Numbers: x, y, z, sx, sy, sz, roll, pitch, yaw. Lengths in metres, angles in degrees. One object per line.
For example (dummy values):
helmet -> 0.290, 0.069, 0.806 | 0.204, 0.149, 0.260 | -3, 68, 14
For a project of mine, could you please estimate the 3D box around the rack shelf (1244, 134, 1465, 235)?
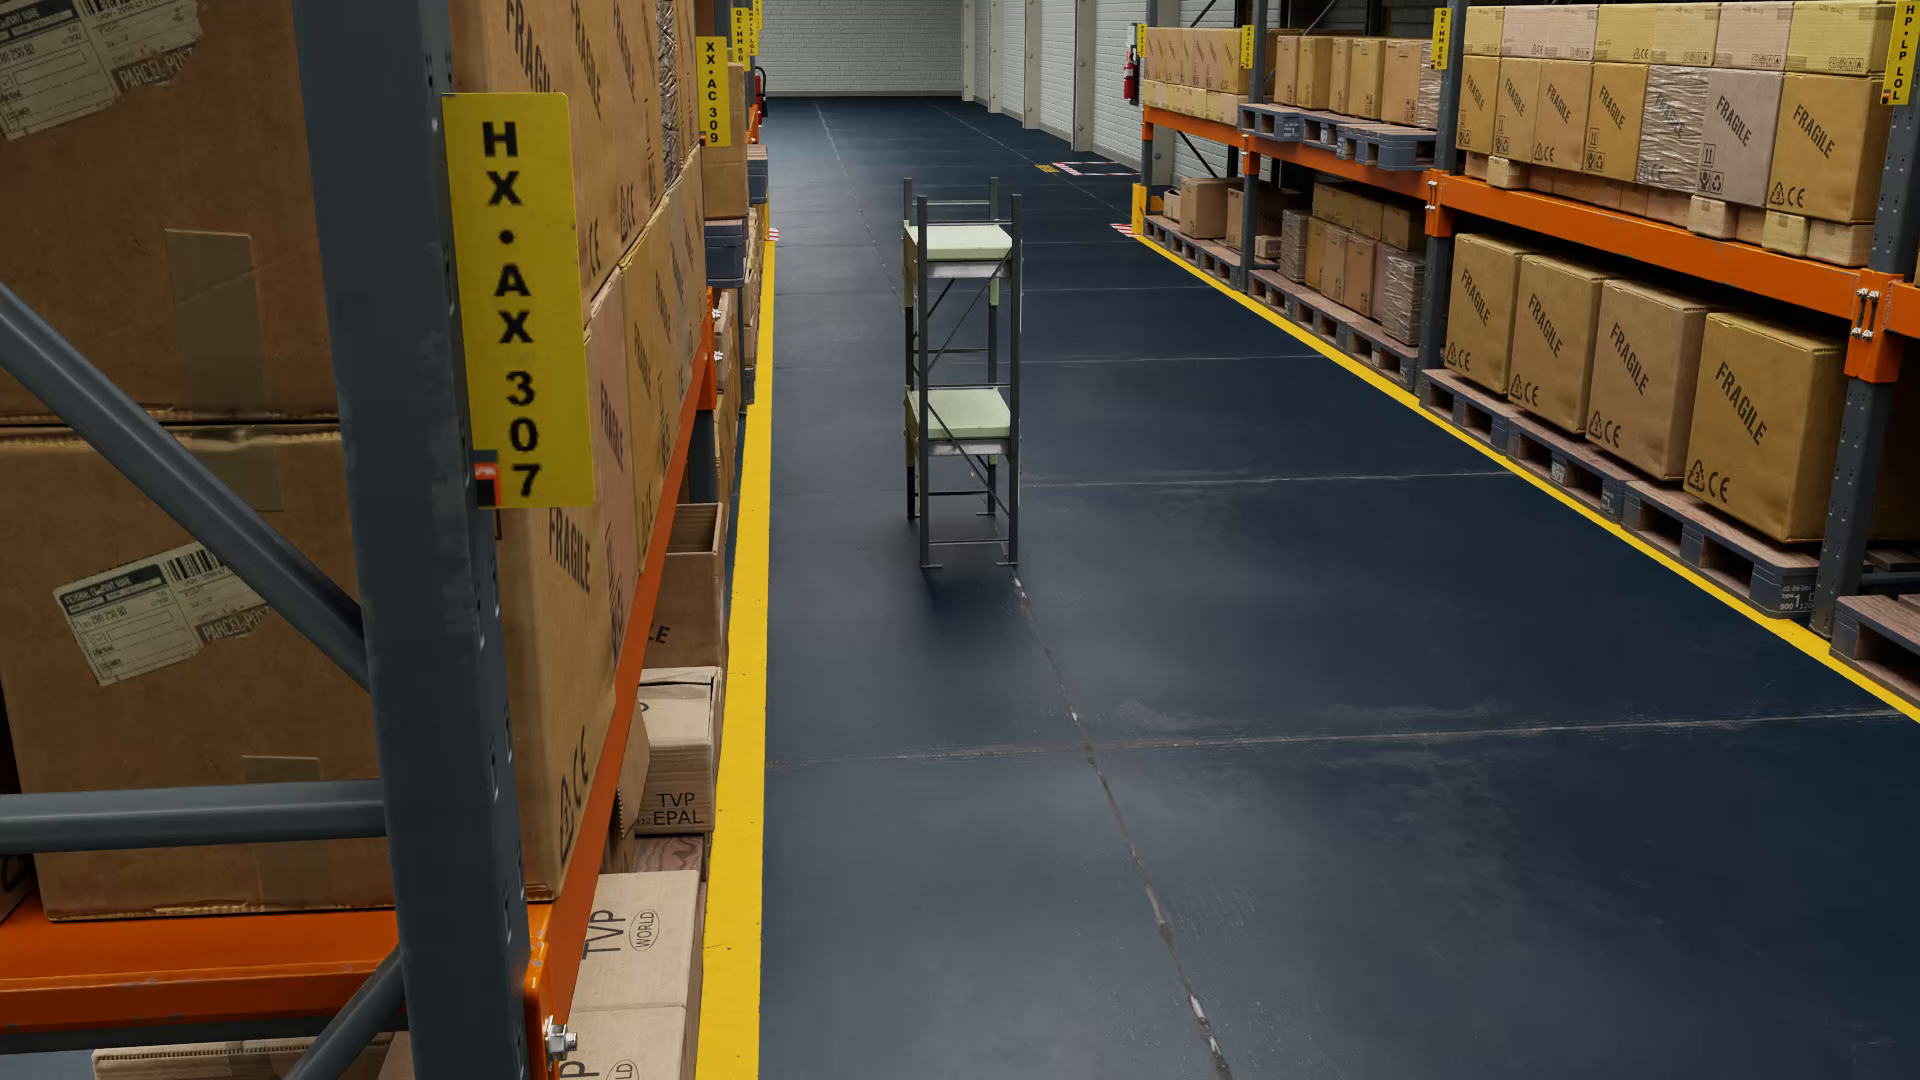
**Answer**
rack shelf -> 3.008, -2.543, 11.470 | 1.077, 0.370, 4.000 | -2, 18, -6

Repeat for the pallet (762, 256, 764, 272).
pallet -> -2.295, -2.600, 15.106 | 1.003, 0.211, 1.213 | -2, 18, -6

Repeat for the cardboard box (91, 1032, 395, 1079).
cardboard box -> -1.257, 0.911, 3.123 | 0.500, 0.250, 0.500 | -2, 18, -6

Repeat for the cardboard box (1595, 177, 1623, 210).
cardboard box -> 3.187, -1.618, 7.709 | 0.380, 0.149, 0.250 | -2, 18, -5

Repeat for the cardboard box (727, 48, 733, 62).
cardboard box -> -1.536, -2.200, 8.309 | 0.700, 0.500, 0.500 | -8, 19, -24

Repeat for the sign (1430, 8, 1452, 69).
sign -> 2.675, -2.785, 9.240 | 0.100, 0.325, 0.005 | -2, 18, -6

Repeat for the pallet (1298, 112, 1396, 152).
pallet -> 2.969, -2.787, 11.367 | 1.003, 0.211, 1.213 | -2, 18, -6

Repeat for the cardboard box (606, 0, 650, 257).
cardboard box -> -0.779, -0.722, 2.634 | 0.500, 0.500, 0.500 | -2, 17, -5

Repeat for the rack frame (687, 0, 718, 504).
rack frame -> -1.300, -0.944, 5.177 | 1.000, 3.000, 0.127 | -2, 18, -6

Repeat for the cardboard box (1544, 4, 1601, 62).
cardboard box -> 3.116, -2.395, 7.849 | 0.500, 0.250, 0.500 | -2, 18, -5

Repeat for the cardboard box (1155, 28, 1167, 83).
cardboard box -> 2.180, -4.670, 16.010 | 0.500, 0.500, 0.500 | -2, 18, -5

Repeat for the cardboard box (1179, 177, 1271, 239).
cardboard box -> 2.456, -3.092, 15.457 | 0.700, 0.500, 0.500 | -3, 18, -9

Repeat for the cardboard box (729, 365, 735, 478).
cardboard box -> -1.269, -0.572, 7.428 | 0.500, 0.500, 0.500 | -2, 18, -8

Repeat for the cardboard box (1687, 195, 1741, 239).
cardboard box -> 3.193, -1.310, 6.728 | 0.380, 0.149, 0.250 | -2, 18, -6

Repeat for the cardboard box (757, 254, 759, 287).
cardboard box -> -1.794, -2.102, 12.753 | 0.500, 0.250, 0.500 | -2, 18, -6

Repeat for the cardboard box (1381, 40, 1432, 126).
cardboard box -> 3.071, -2.853, 10.356 | 0.700, 0.500, 0.500 | -3, 18, -11

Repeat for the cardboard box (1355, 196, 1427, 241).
cardboard box -> 3.034, -2.203, 11.373 | 0.500, 0.250, 0.500 | -2, 18, -6

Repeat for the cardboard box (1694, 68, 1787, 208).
cardboard box -> 3.266, -1.579, 6.502 | 0.500, 0.500, 0.500 | -2, 18, -5

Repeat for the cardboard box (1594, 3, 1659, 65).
cardboard box -> 3.175, -2.243, 7.365 | 0.500, 0.250, 0.500 | -2, 18, -7

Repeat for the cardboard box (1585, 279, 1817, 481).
cardboard box -> 3.336, -0.728, 7.374 | 0.750, 0.750, 0.750 | -1, 17, -4

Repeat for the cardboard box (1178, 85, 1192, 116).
cardboard box -> 2.288, -4.000, 15.126 | 0.500, 0.250, 0.500 | -2, 18, -5

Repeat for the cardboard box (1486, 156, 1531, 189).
cardboard box -> 2.978, -1.917, 8.663 | 0.380, 0.149, 0.250 | -1, 17, -4

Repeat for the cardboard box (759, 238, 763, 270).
cardboard box -> -1.871, -2.364, 13.588 | 0.500, 0.250, 0.500 | -2, 18, -6

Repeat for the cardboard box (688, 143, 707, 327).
cardboard box -> -0.993, -0.851, 4.713 | 0.500, 0.500, 0.500 | -1, 17, -5

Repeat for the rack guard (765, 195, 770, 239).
rack guard -> -2.540, -3.334, 16.962 | 1.175, 0.500, 0.348 | -2, 18, -6

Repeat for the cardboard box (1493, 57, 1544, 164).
cardboard box -> 3.055, -2.180, 8.417 | 0.500, 0.500, 0.500 | -1, 17, -4

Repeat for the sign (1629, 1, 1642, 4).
sign -> 3.766, -2.861, 9.348 | 0.100, 0.325, 0.005 | -2, 18, -6

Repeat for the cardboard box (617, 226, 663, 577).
cardboard box -> -0.778, -0.244, 2.779 | 0.500, 0.500, 0.500 | -2, 18, -6

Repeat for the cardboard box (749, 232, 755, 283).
cardboard box -> -1.641, -1.919, 11.234 | 0.500, 0.311, 0.500 | -2, 18, -6

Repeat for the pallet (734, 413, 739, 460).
pallet -> -1.673, -0.582, 8.678 | 1.003, 0.211, 1.213 | -2, 18, -6

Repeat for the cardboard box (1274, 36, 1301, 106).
cardboard box -> 2.820, -3.587, 12.693 | 0.700, 0.500, 0.500 | -2, 18, -5

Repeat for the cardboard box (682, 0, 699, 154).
cardboard box -> -0.990, -1.326, 4.558 | 0.500, 0.500, 0.500 | -2, 18, -5

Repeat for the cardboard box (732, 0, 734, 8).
cardboard box -> -2.384, -4.724, 14.884 | 0.700, 0.500, 0.500 | -2, 18, -5

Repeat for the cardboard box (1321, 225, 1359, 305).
cardboard box -> 3.010, -1.975, 11.898 | 0.700, 0.500, 0.500 | -2, 17, -5

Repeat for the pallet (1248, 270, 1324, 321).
pallet -> 2.883, -1.920, 12.939 | 1.003, 0.211, 1.213 | -2, 18, -6

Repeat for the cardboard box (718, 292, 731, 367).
cardboard box -> -1.263, -0.918, 7.281 | 0.500, 0.250, 0.500 | -2, 18, -7

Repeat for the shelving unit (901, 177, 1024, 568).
shelving unit -> -0.001, -0.718, 6.959 | 0.431, 1.500, 0.755 | -2, 18, -6

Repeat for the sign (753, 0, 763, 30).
sign -> -1.997, -5.198, 16.396 | 0.100, 0.325, 0.005 | -2, 18, -6

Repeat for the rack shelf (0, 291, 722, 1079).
rack shelf -> -1.094, -0.005, 3.387 | 1.077, 0.370, 4.000 | -2, 18, -6

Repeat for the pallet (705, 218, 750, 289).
pallet -> -1.274, -1.094, 5.975 | 1.003, 0.211, 1.213 | -2, 18, -6

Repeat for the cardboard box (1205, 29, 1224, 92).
cardboard box -> 2.388, -4.057, 14.058 | 0.500, 0.500, 0.500 | -2, 18, -6

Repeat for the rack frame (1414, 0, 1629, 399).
rack frame -> 3.214, -2.290, 9.464 | 1.000, 3.000, 0.127 | -2, 18, -6

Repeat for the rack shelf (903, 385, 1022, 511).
rack shelf -> -0.001, -0.407, 7.056 | 0.431, 0.370, 0.720 | -2, 18, -6

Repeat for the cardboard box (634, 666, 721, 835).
cardboard box -> -0.882, 0.513, 4.289 | 0.500, 0.311, 0.500 | -2, 18, -6

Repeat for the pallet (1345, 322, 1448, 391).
pallet -> 3.135, -1.193, 10.623 | 1.003, 0.211, 1.213 | -2, 18, -6

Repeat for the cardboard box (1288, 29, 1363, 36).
cardboard box -> 2.961, -3.924, 13.634 | 0.500, 0.500, 0.500 | -2, 18, -7

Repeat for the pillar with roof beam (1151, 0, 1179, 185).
pillar with roof beam -> -1.579, -9.009, 20.849 | 9.100, 9.000, 0.400 | -2, 18, -6

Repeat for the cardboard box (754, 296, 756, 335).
cardboard box -> -1.587, -1.494, 10.818 | 0.500, 0.250, 0.500 | -2, 18, -7
